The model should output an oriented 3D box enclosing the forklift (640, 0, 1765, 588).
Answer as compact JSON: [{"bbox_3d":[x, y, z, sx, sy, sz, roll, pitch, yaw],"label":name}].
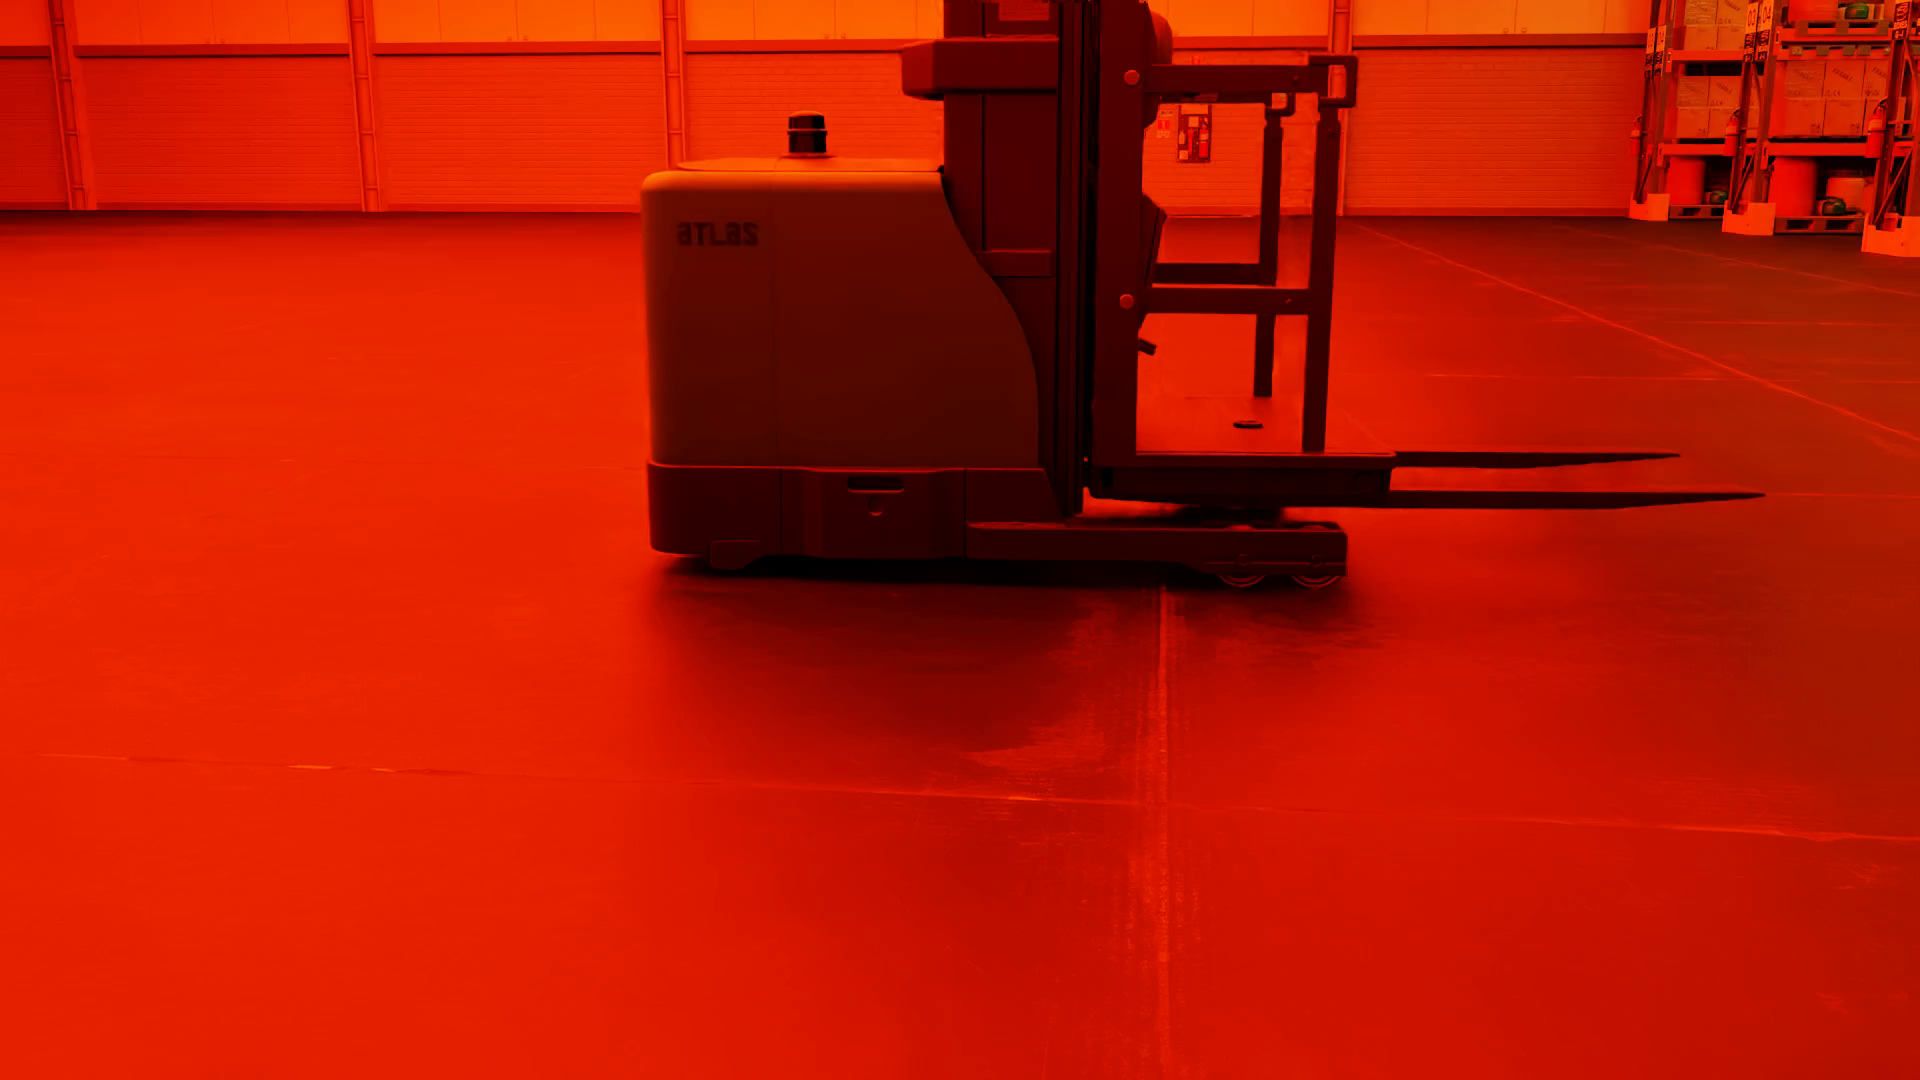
[{"bbox_3d":[0.681,-1.424,4.600,3.031,2.935,1.130,1,13,2],"label":"forklift"}]
